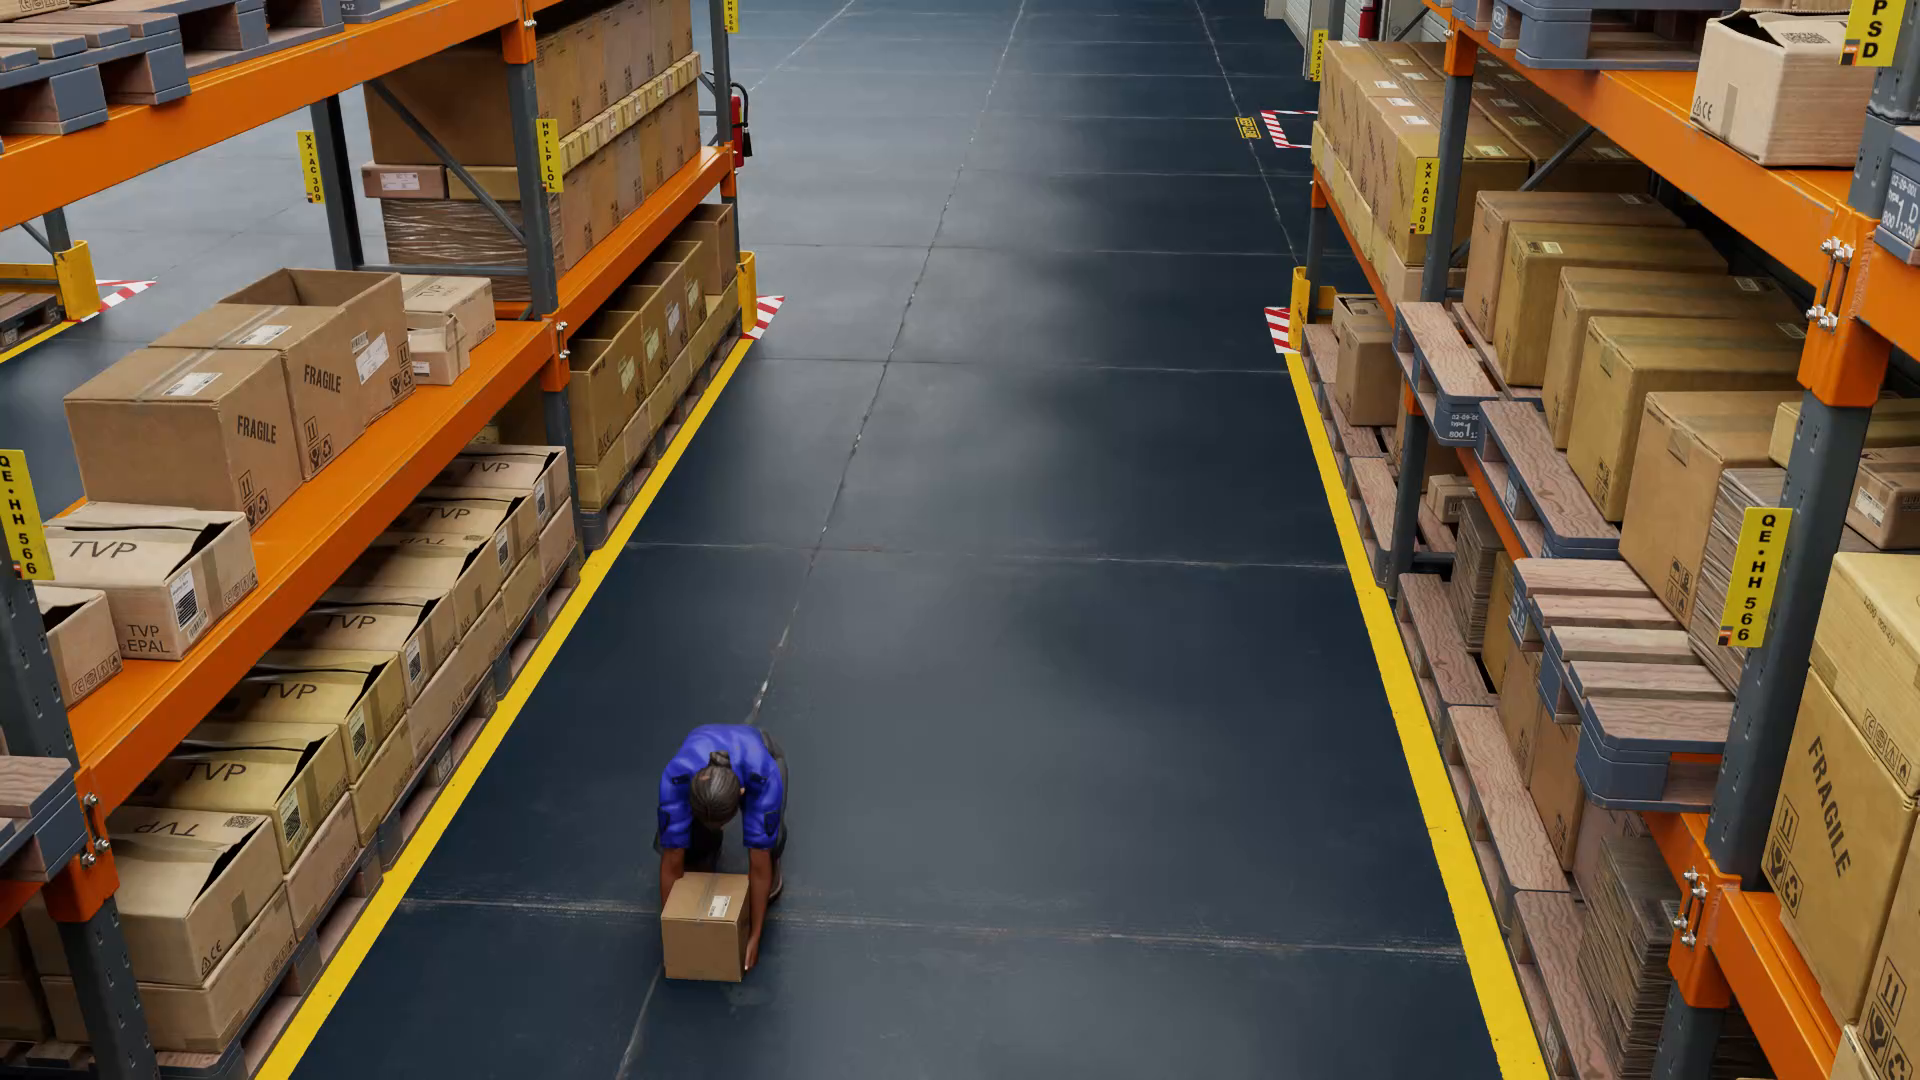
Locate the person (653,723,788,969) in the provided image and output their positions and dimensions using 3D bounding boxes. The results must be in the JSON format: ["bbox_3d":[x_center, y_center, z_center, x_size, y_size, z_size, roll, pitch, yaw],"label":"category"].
[{"bbox_3d":[-0.812,0.953,5.715,0.463,0.811,0.832,2,25,3],"label":"person"}]
